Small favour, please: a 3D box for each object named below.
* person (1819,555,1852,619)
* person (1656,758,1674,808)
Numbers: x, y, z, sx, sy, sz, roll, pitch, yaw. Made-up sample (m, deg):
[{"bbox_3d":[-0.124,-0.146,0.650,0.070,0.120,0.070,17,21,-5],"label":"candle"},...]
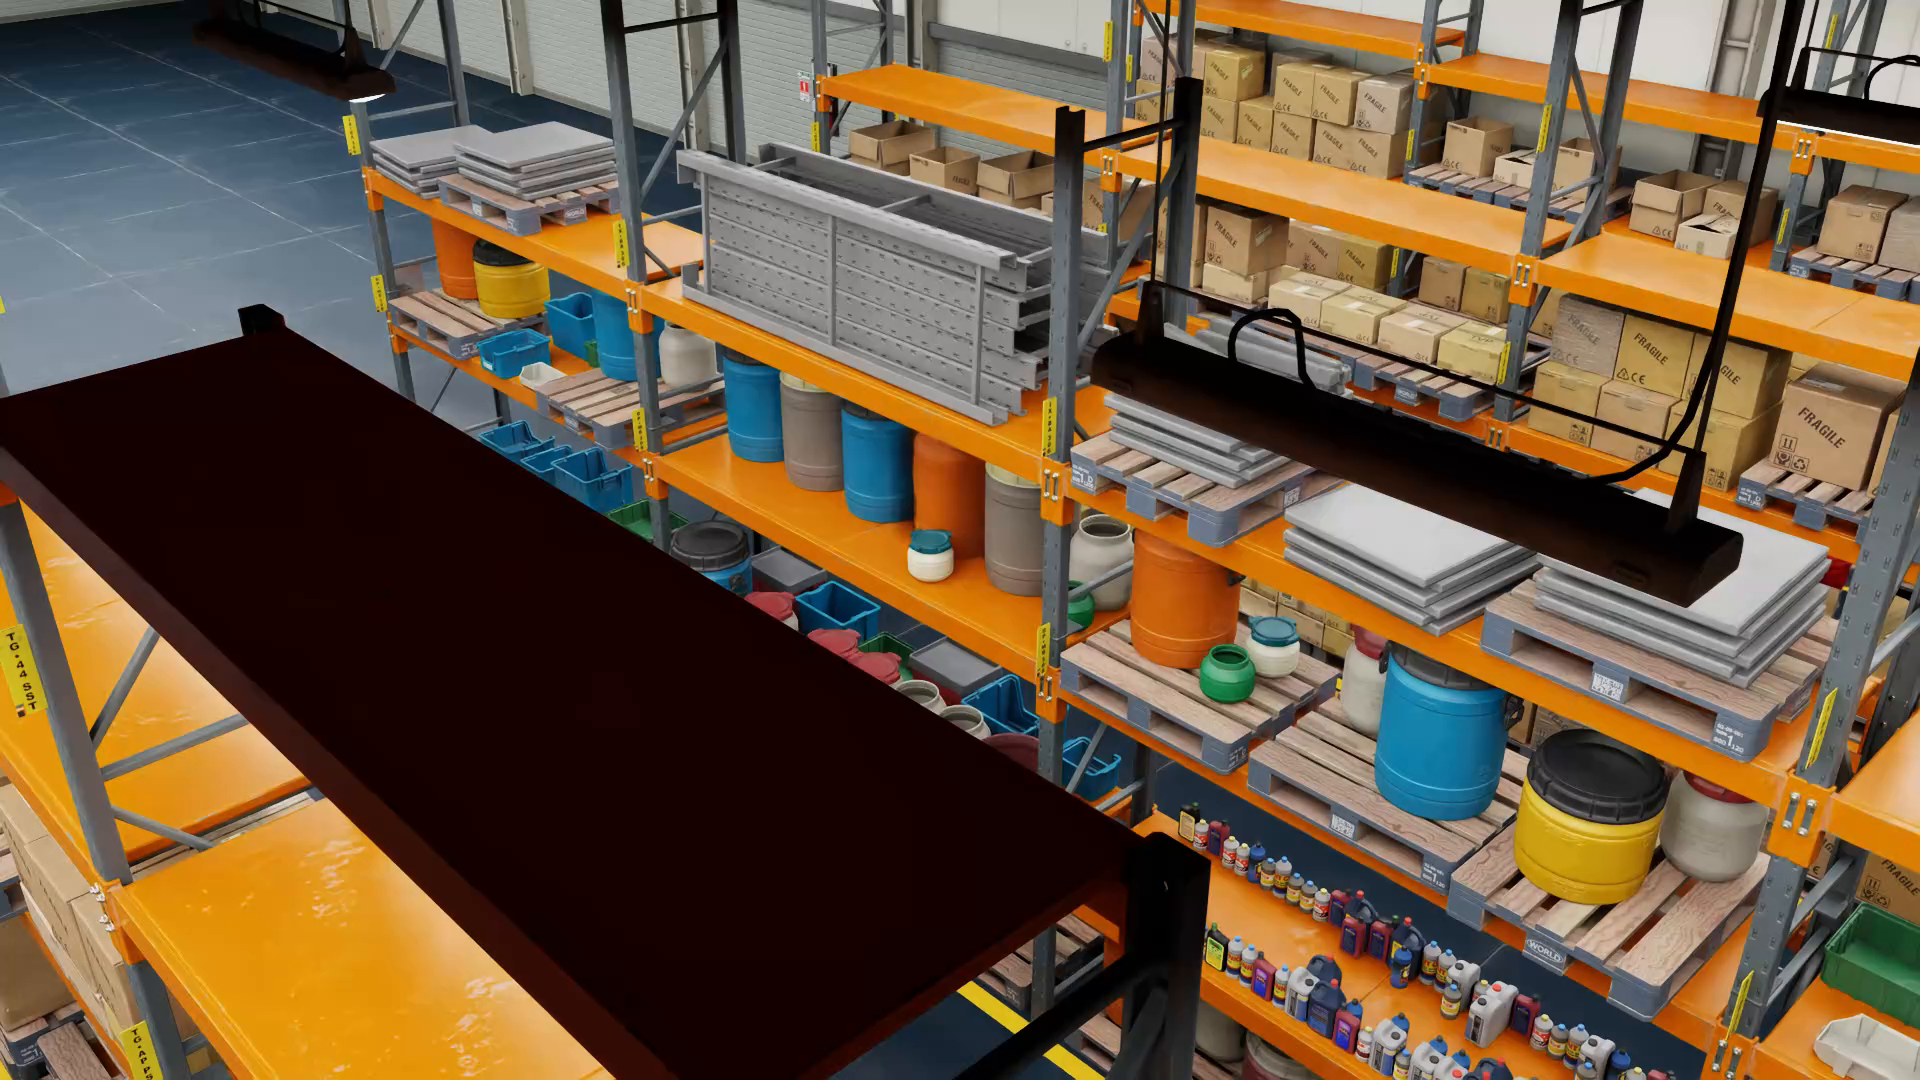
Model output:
[{"bbox_3d":[7.253,0.463,14.174,0.576,1.726,0.497,-7,29,-14],"label":"person"},{"bbox_3d":[4.468,2.096,11.183,0.448,1.613,1.008,-21,34,-33],"label":"person"}]
